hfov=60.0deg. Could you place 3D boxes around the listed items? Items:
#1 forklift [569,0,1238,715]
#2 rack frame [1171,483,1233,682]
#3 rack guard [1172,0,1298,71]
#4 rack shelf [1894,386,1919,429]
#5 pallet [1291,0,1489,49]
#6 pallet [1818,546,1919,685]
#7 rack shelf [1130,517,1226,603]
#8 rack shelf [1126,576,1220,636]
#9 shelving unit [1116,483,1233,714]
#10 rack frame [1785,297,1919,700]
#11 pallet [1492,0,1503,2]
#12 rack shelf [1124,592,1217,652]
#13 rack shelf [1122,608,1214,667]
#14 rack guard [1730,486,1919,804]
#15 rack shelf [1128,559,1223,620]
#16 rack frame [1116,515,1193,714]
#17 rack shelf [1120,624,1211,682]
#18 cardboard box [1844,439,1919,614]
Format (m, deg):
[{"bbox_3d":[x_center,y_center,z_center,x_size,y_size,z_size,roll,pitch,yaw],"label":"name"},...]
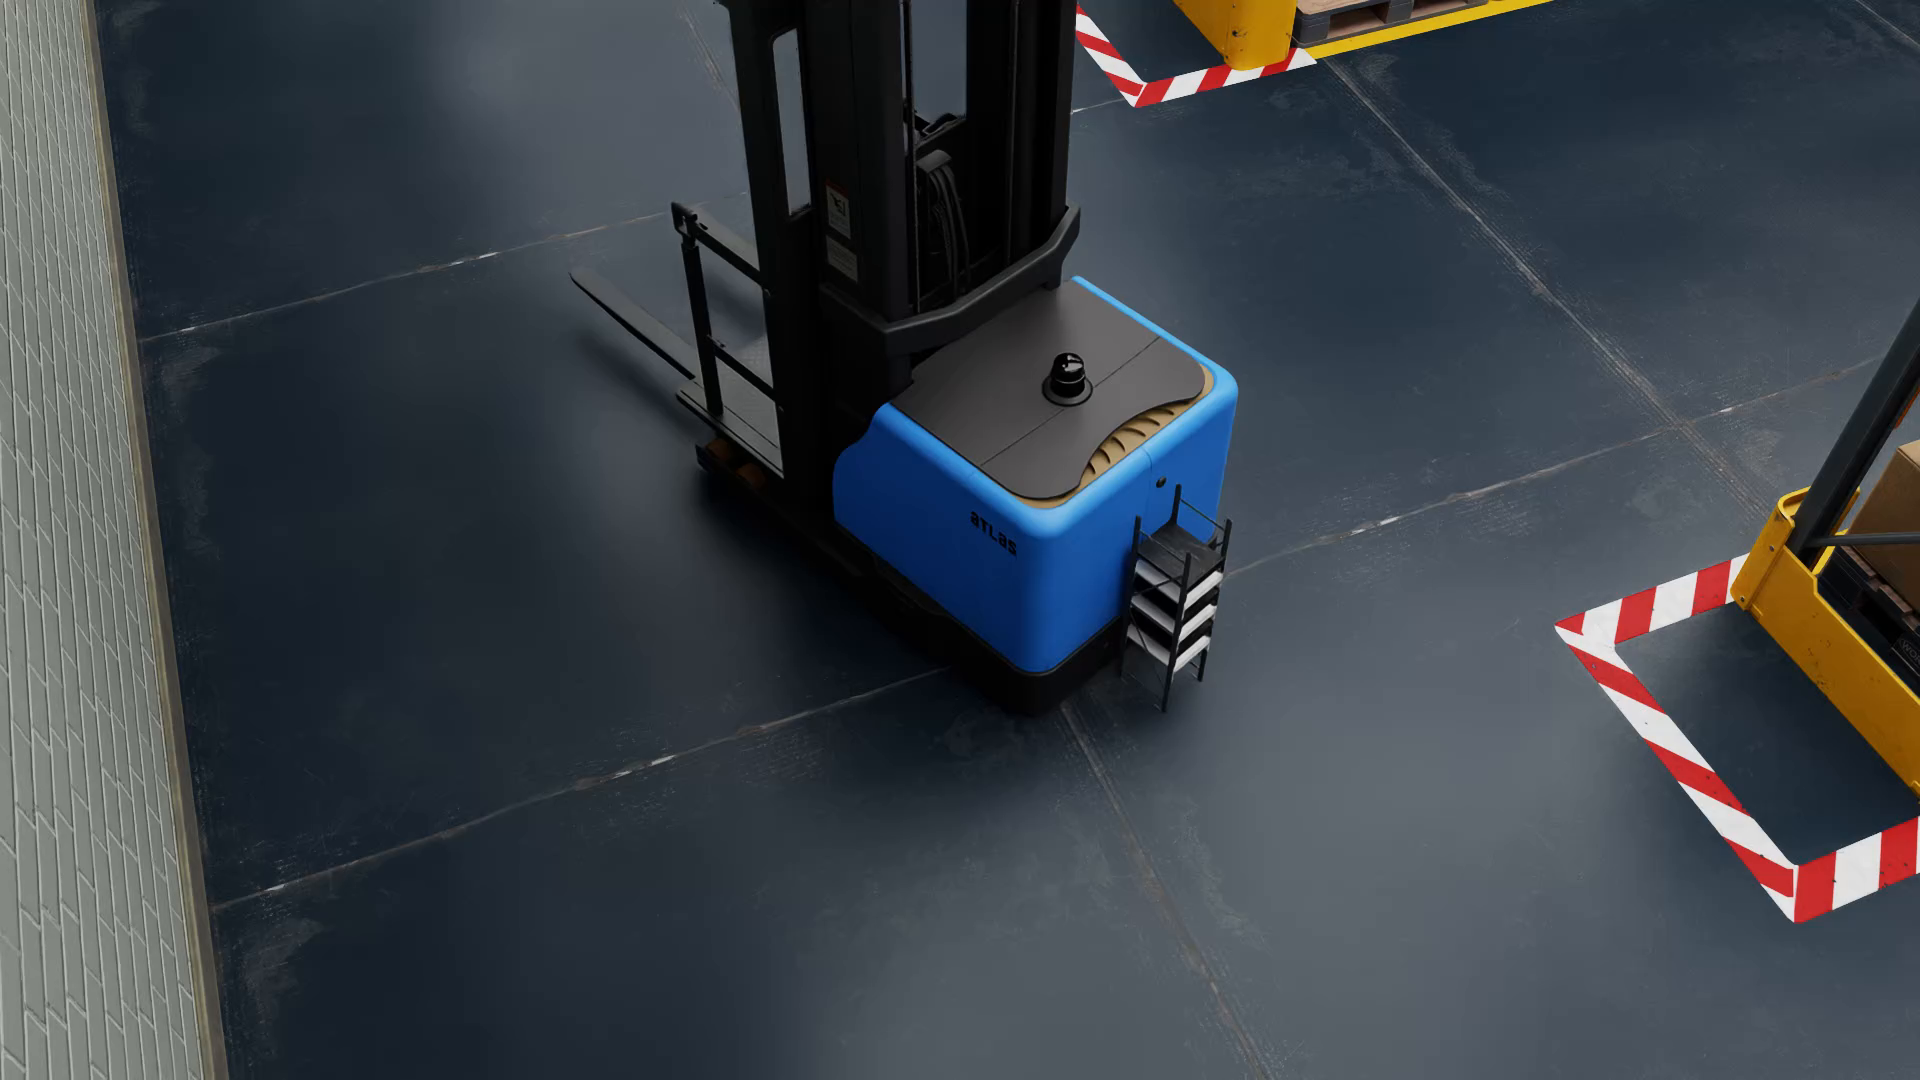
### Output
[{"bbox_3d":[-0.423,-1.345,5.814,1.130,2.935,3.031,-37,58,-27],"label":"forklift"},{"bbox_3d":[0.809,0.167,5.853,0.006,0.900,0.240,-37,59,-27],"label":"rack frame"},{"bbox_3d":[1.374,-3.061,8.890,0.348,0.500,1.175,-17,52,-14],"label":"rack guard"},{"bbox_3d":[5.112,-0.750,5.732,4.000,0.370,1.077,-17,52,-14],"label":"rack shelf"},{"bbox_3d":[2.169,-3.192,9.193,1.213,0.211,1.003,-17,52,-14],"label":"pallet"},{"bbox_3d":[4.069,0.246,6.240,1.213,0.211,1.003,-17,52,-14],"label":"pallet"},{"bbox_3d":[0.737,0.067,5.627,0.200,0.077,0.258,-37,59,-27],"label":"rack shelf"},{"bbox_3d":[0.737,0.184,5.764,0.200,0.077,0.258,-37,59,-27],"label":"rack shelf"},{"bbox_3d":[0.737,0.221,5.807,0.210,0.900,0.258,-37,59,-27],"label":"shelving unit"},{"bbox_3d":[3.261,-0.411,4.966,0.127,3.000,1.000,-17,52,-14],"label":"rack frame"},{"bbox_3d":[3.297,-3.539,9.491,1.213,0.211,1.003,-17,52,-14],"label":"pallet"},{"bbox_3d":[0.736,0.243,5.832,0.200,0.077,0.258,-37,59,-27],"label":"rack shelf"},{"bbox_3d":[0.736,0.301,5.901,0.200,0.077,0.258,-37,59,-27],"label":"rack shelf"},{"bbox_3d":[3.331,0.382,5.933,0.348,0.500,1.175,-17,52,-14],"label":"rack guard"},{"bbox_3d":[0.737,0.126,5.696,0.200,0.077,0.258,-37,59,-27],"label":"rack shelf"},{"bbox_3d":[0.664,0.275,5.761,0.006,0.900,0.240,-37,59,-27],"label":"rack frame"},{"bbox_3d":[0.736,0.360,5.969,0.200,0.077,0.258,-37,59,-27],"label":"rack shelf"},{"bbox_3d":[3.671,-0.069,6.030,0.500,0.500,0.500,-17,52,-14],"label":"cardboard box"}]
